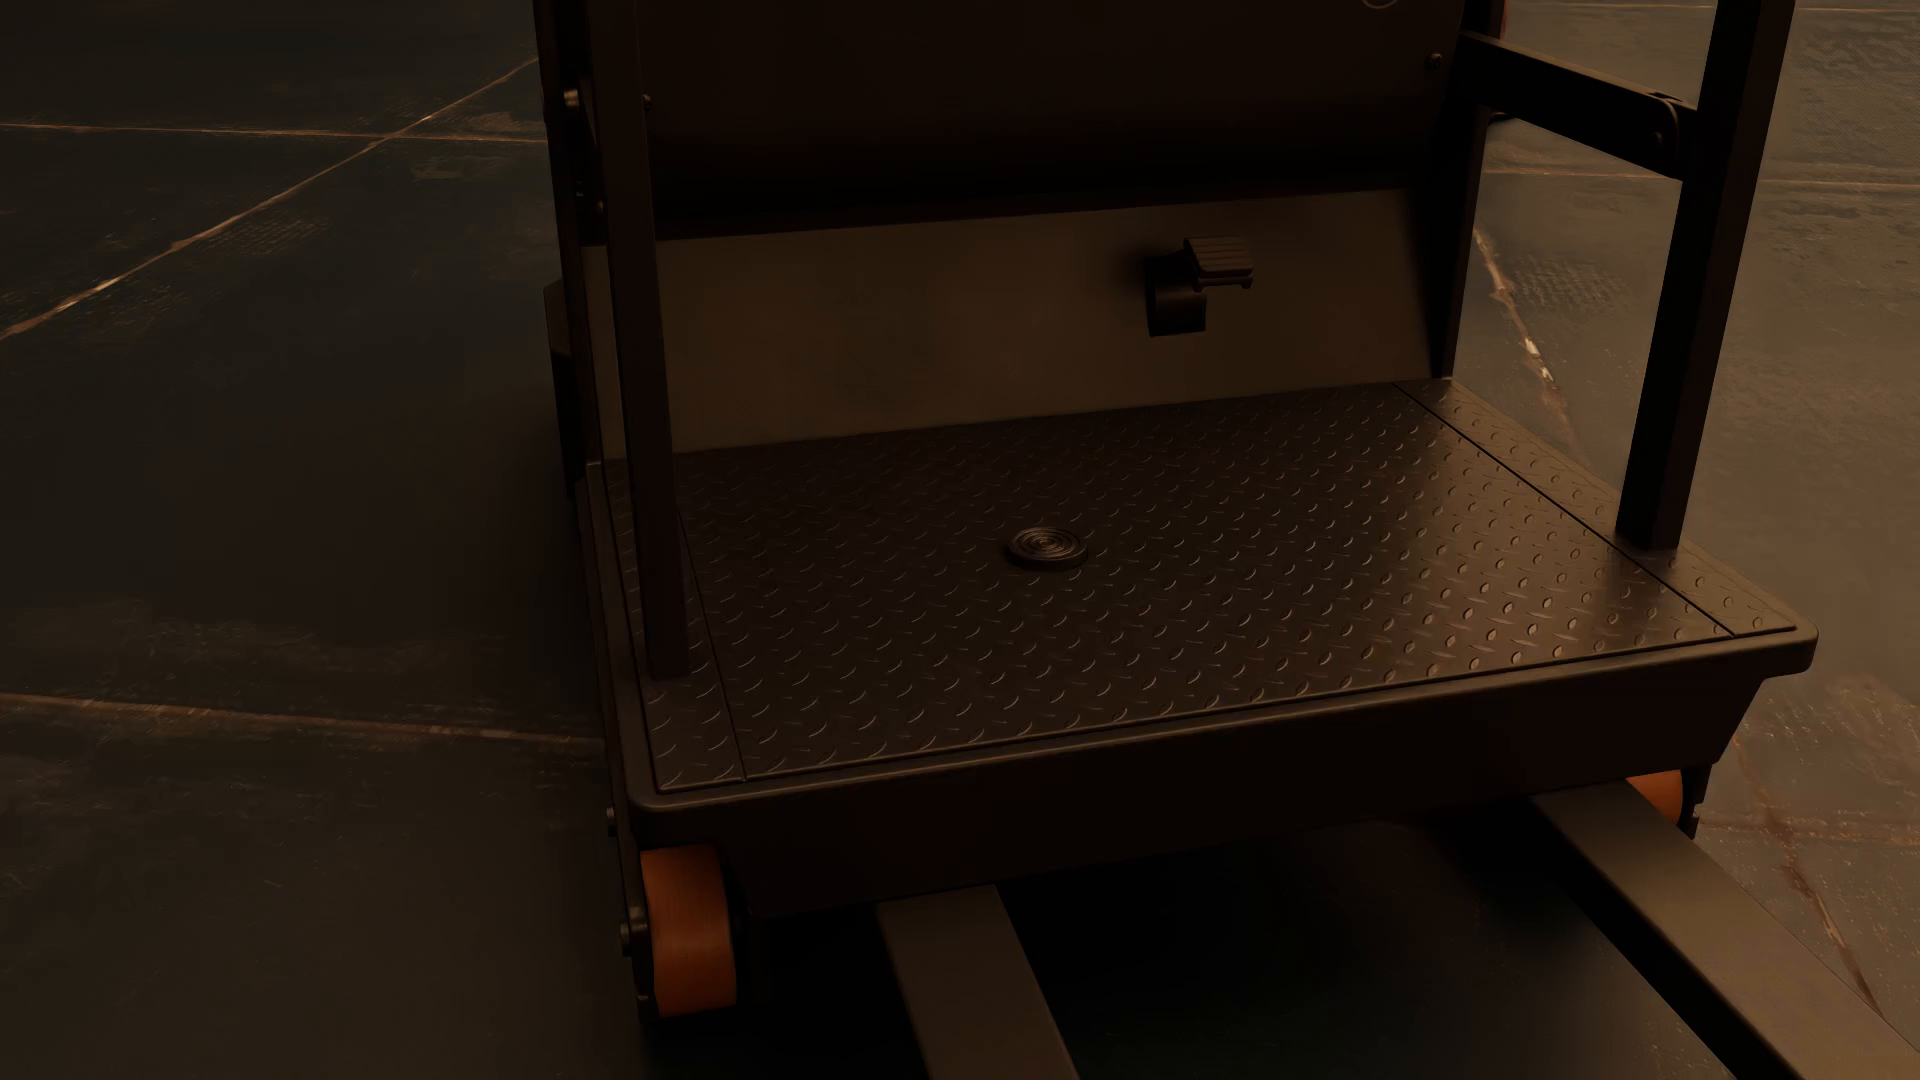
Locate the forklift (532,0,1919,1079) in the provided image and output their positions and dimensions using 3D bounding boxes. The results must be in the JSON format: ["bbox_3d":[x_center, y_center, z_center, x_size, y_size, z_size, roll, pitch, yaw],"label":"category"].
[{"bbox_3d":[0.153,-1.049,1.319,1.130,2.935,3.031,-7,27,-13],"label":"forklift"}]

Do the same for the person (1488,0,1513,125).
[{"bbox_3d":[1.403,-2.083,4.748,0.590,1.722,0.415,12,29,22],"label":"person"}]
